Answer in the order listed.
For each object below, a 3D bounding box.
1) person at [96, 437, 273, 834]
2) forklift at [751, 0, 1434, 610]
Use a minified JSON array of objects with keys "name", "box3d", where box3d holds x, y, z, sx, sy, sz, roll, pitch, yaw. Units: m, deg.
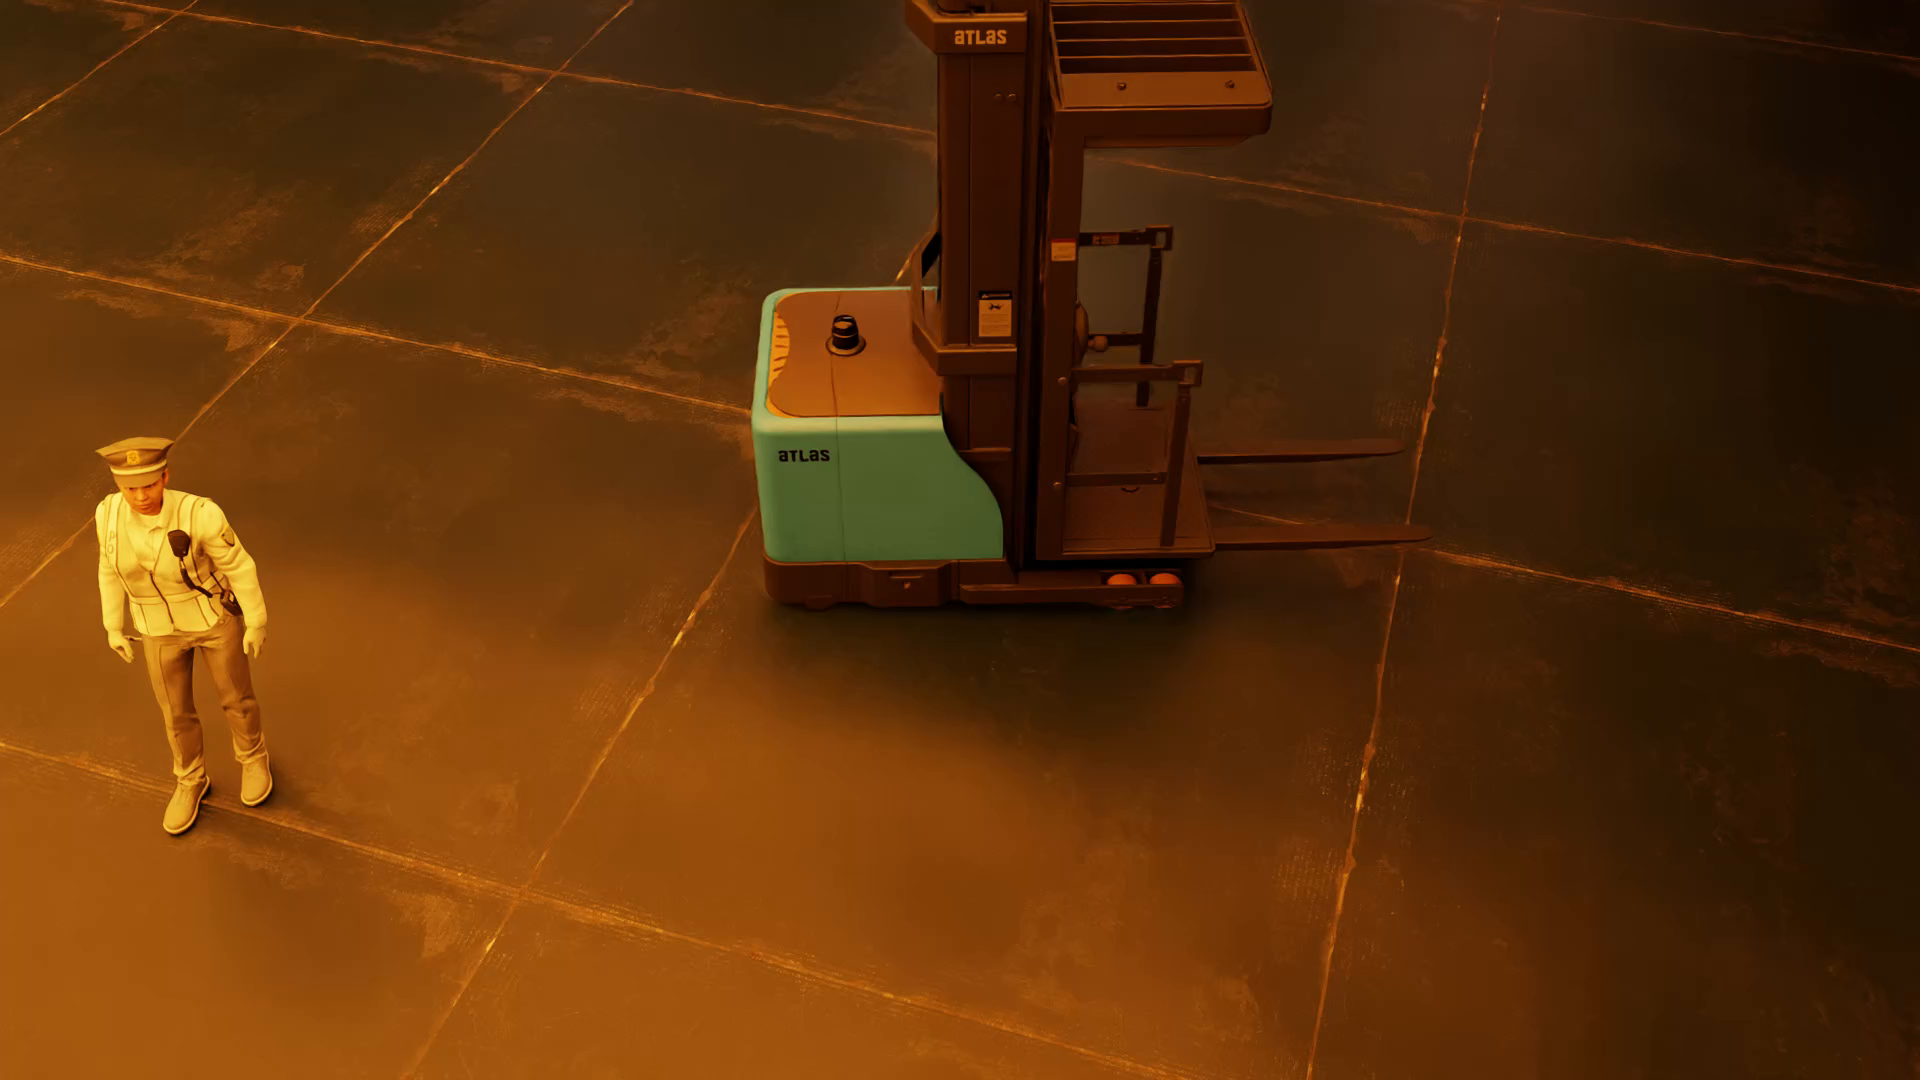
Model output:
[{"name":"person","box3d":[-2.892,0.353,6.207,0.589,1.696,0.531,-4,43,-5]},{"name":"forklift","box3d":[0.626,-1.122,6.895,3.031,2.935,1.130,-1,43,-1]}]
